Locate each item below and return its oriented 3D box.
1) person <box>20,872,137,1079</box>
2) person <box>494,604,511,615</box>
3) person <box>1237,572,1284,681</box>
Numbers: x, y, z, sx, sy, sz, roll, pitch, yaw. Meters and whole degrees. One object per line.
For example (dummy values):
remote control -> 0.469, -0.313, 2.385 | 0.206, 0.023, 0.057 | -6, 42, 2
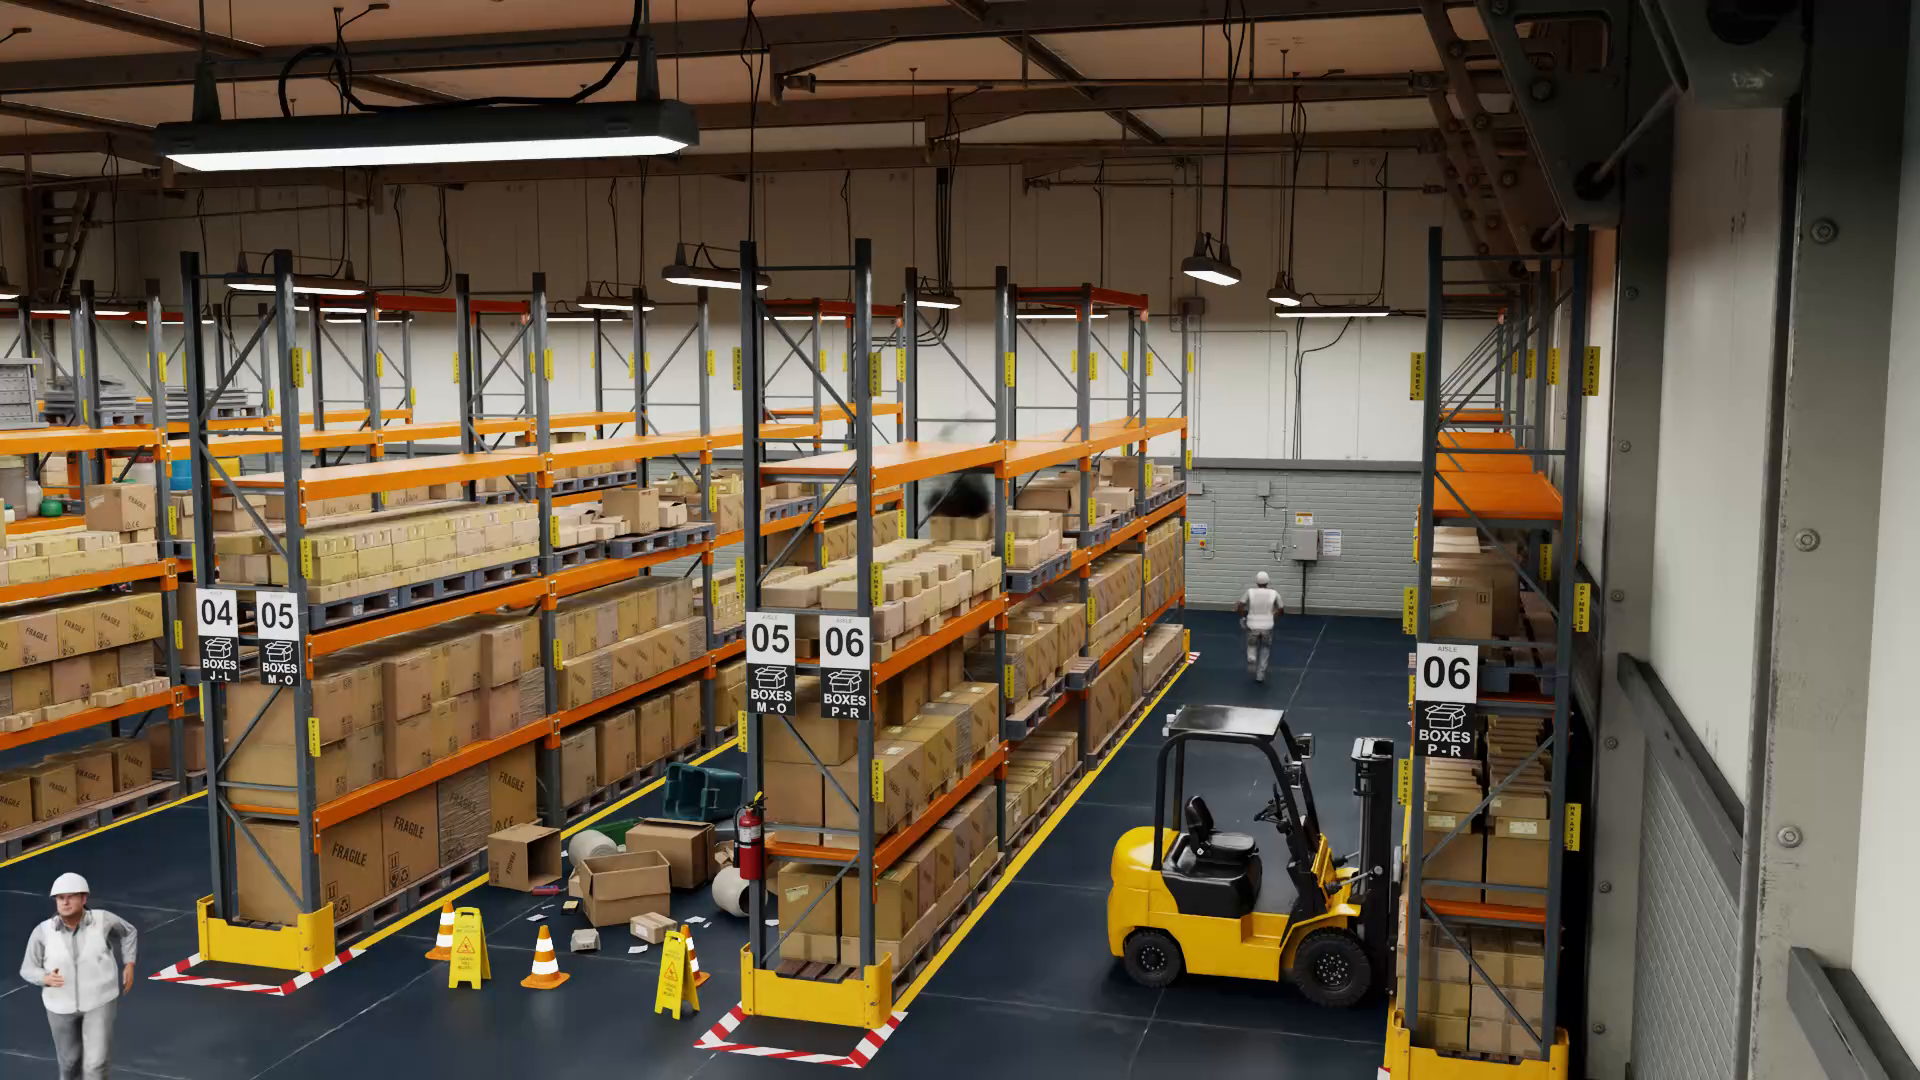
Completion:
person -> -5.807, 3.059, 11.003 | 0.665, 1.808, 0.945 | -2, 7, -21
person -> -6.504, 1.686, 23.587 | 0.589, 1.623, 0.514 | 2, 7, 18
person -> 4.755, 1.360, 26.327 | 0.726, 1.736, 0.608 | 1, 6, 9
